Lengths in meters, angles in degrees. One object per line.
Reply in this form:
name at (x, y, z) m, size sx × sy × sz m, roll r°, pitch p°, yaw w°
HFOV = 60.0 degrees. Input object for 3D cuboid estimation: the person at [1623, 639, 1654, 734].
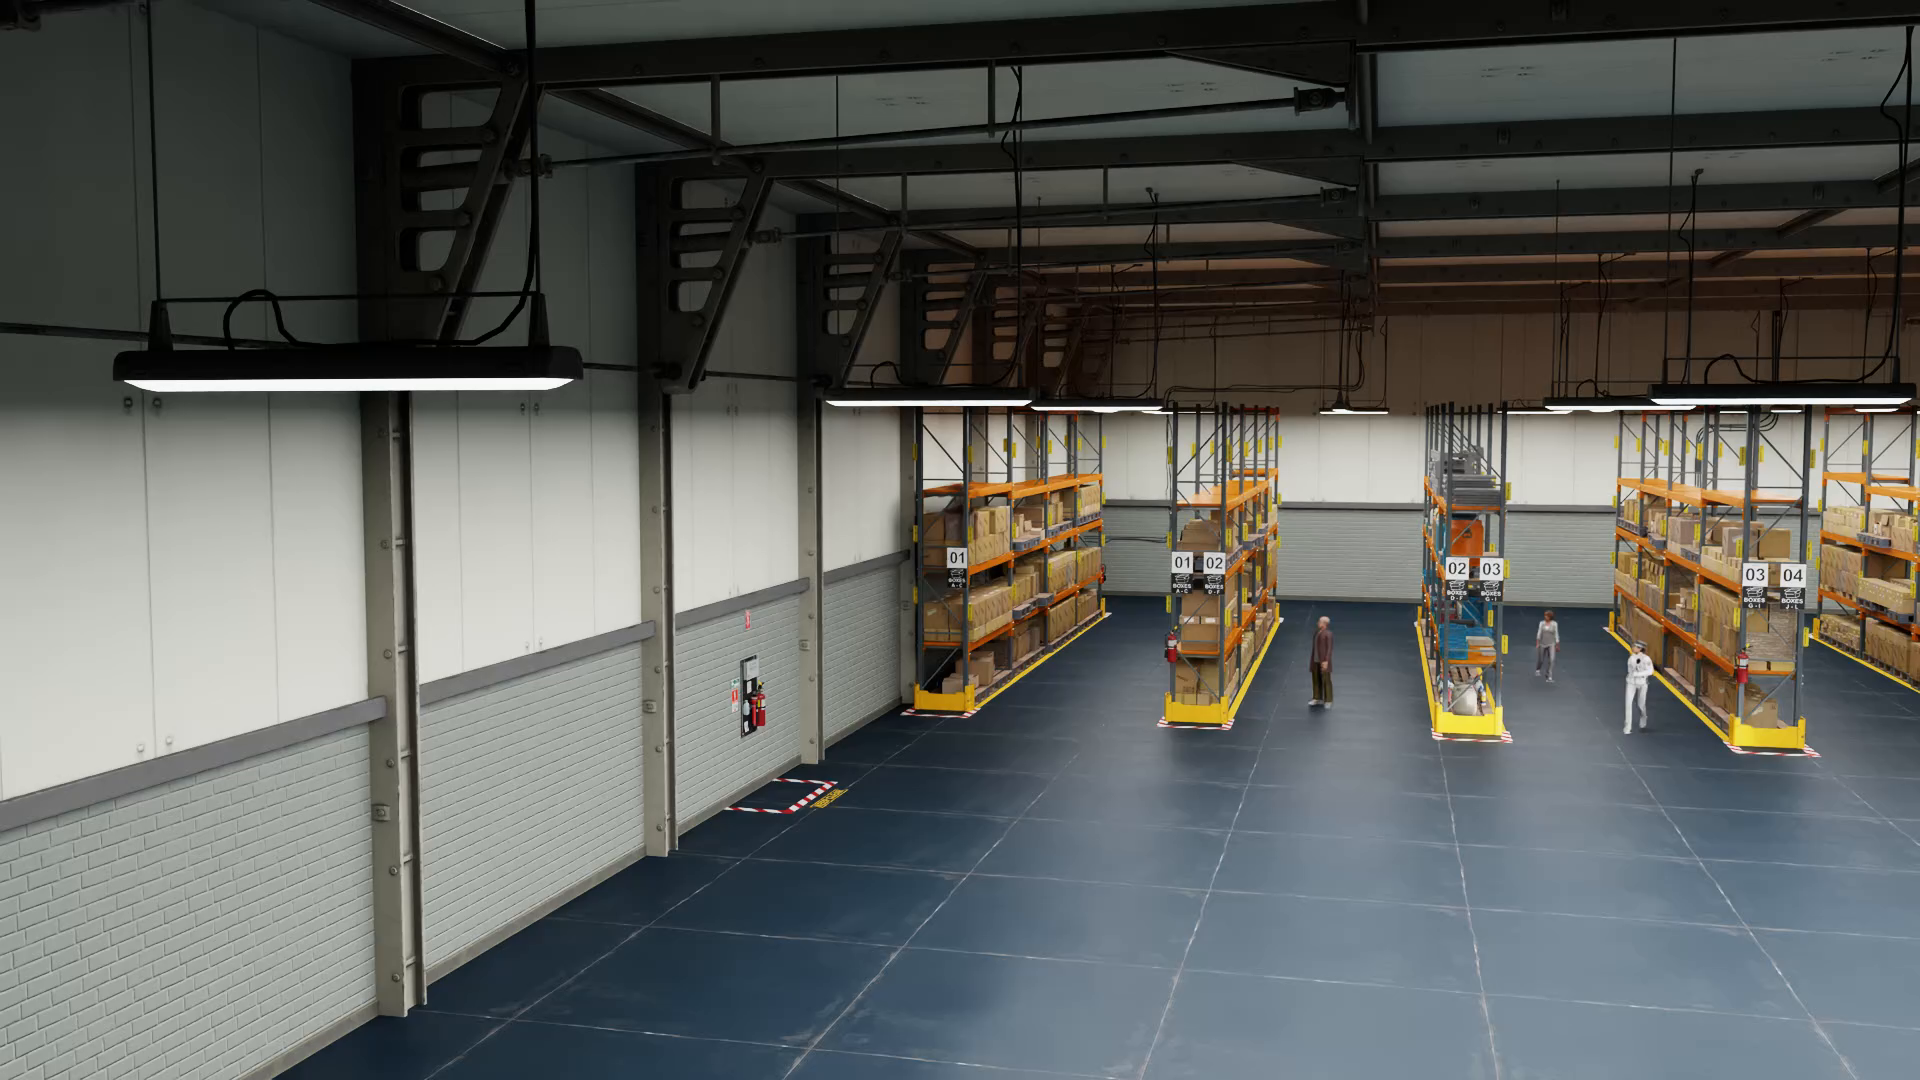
person at (12.362, 2.640, 30.222) m, size 0.487 × 1.700 × 0.834 m, roll 3°, pitch 5°, yaw 31°

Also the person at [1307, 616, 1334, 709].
person at (7.159, 2.463, 32.924) m, size 0.420 × 1.725 × 0.595 m, roll -3°, pitch 5°, yaw -39°

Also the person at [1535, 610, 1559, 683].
person at (12.700, 2.276, 36.016) m, size 0.513 × 1.542 × 0.847 m, roll 0°, pitch 4°, yaw 5°
